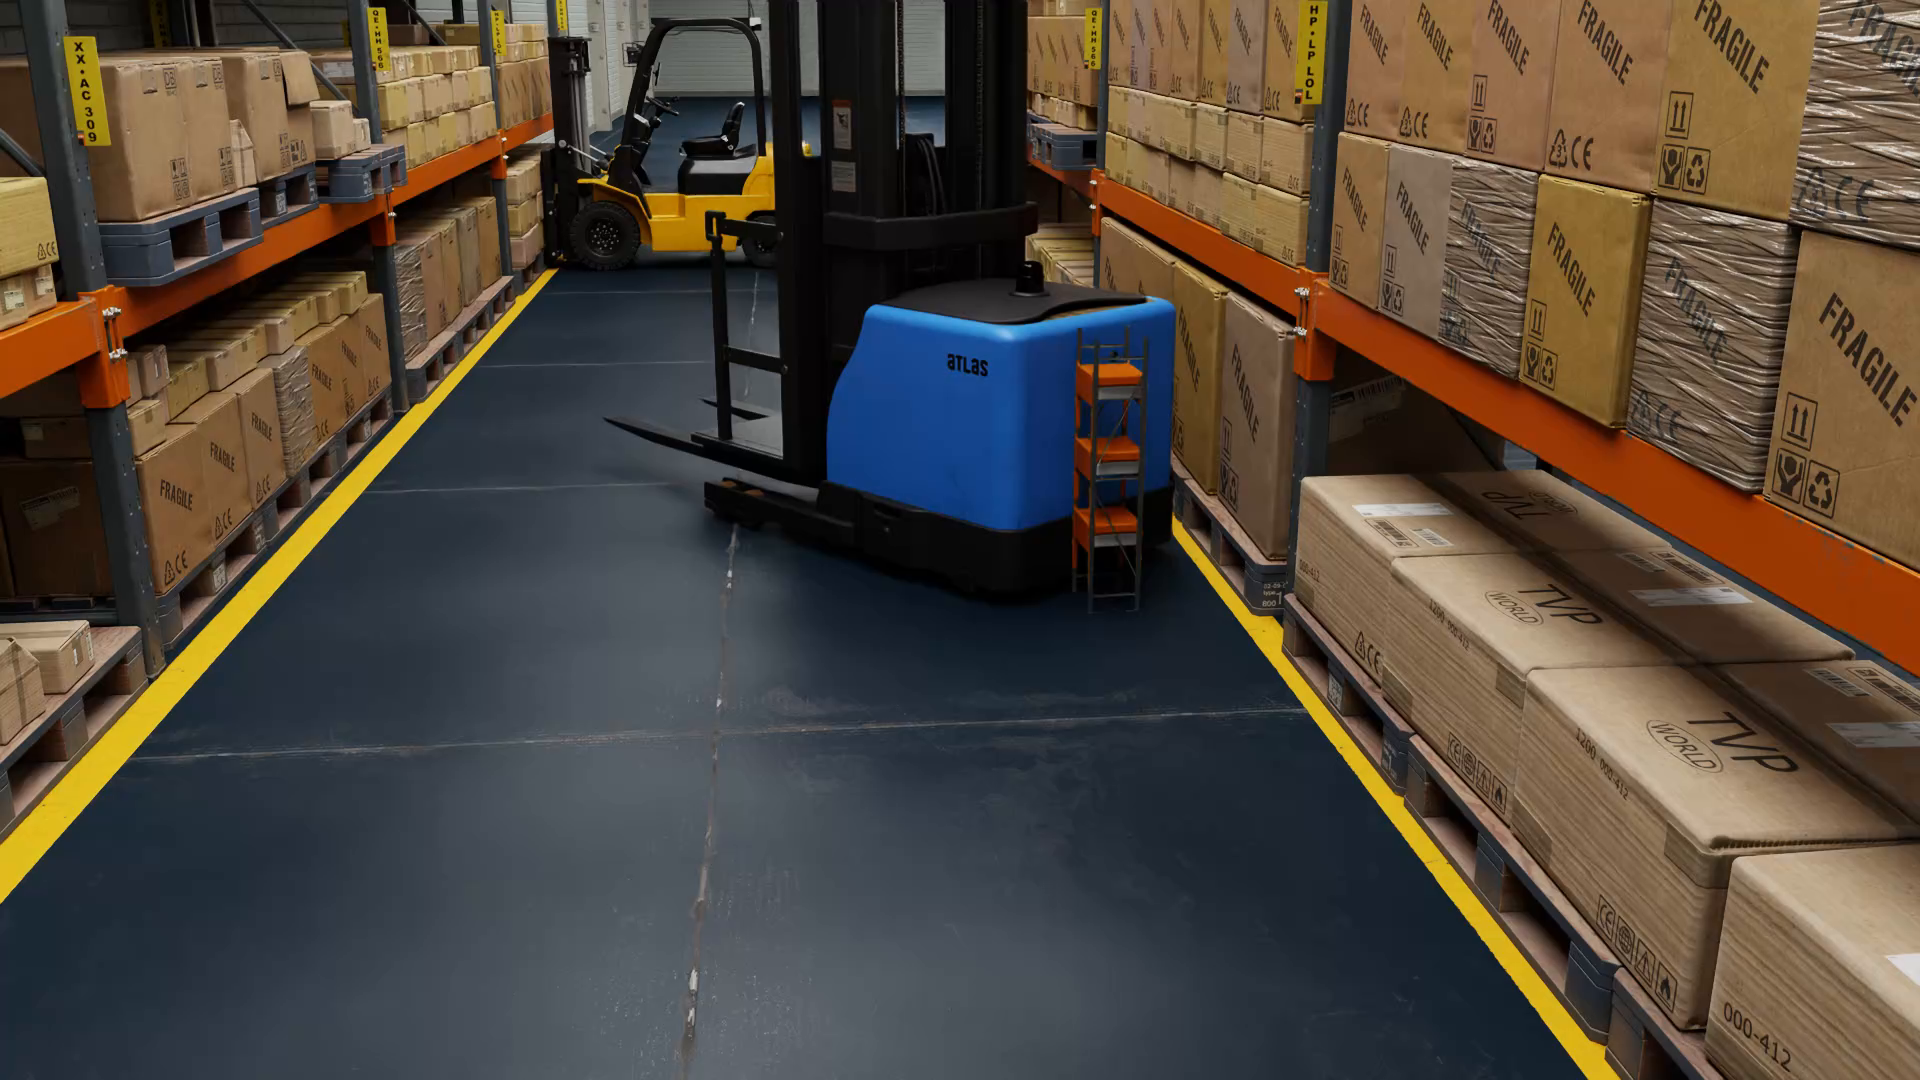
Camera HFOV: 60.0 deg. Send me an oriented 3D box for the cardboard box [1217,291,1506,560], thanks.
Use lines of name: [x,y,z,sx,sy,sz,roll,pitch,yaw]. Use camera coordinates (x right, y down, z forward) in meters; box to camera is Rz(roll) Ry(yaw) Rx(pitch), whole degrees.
cardboard box: [1.554,-0.477,6.535,0.875,0.875,0.875,-1,17,-4]

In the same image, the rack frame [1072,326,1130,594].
rack frame: [0.536,-0.296,6.369,0.200,1.050,0.008,-3,18,-10]

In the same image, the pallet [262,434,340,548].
pallet: [-3.490,-0.229,7.553,1.003,0.211,1.213,-2,18,-6]

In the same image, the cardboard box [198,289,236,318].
cardboard box: [-3.803,-1.146,8.209,0.380,0.149,0.250,-2,17,-5]

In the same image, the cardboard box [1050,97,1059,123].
cardboard box: [0.786,-2.779,10.739,0.380,0.149,0.250,-1,17,-5]

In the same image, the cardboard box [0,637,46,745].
cardboard box: [-2.853,0.414,4.715,0.396,0.266,0.258,-1,17,-4]

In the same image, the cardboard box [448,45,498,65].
cardboard box: [-3.836,-3.797,13.015,0.380,0.149,0.250,-2,18,-7]

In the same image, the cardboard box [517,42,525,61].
cardboard box: [-3.940,-4.180,14.233,0.380,0.149,0.250,-2,18,-7]

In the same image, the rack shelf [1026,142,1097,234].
rack shelf: [1.078,-2.552,11.501,1.077,0.370,4.000,-2,18,-6]

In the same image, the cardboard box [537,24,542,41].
cardboard box: [-4.032,-4.627,15.162,0.380,0.149,0.250,-1,17,-4]

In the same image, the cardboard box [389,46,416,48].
cardboard box: [-4.242,-3.583,12.332,0.380,0.149,0.250,-2,18,-7]

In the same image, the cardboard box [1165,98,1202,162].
cardboard box: [1.222,-1.854,7.490,0.500,0.250,0.500,-1,17,-5]

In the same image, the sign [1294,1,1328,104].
sign: [1.158,-1.603,5.475,0.100,0.325,0.005,-2,18,-6]

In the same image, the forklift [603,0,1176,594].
forklift: [-0.507,-1.553,7.230,1.130,2.935,3.031,-16,24,-42]

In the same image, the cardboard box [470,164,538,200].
cardboard box: [-3.845,-3.009,13.974,0.500,0.250,0.500,-2,18,-6]

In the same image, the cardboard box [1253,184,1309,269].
cardboard box: [1.400,-1.162,6.122,0.500,0.250,0.500,-2,18,-7]

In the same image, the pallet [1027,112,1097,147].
pallet: [1.040,-2.797,11.398,1.003,0.211,1.213,-2,18,-6]

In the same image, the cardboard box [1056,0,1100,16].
cardboard box: [0.835,-3.478,10.800,0.380,0.149,0.250,-3,18,-8]

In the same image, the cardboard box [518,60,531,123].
cardboard box: [-3.975,-3.831,14.204,0.500,0.500,0.500,-2,18,-6]

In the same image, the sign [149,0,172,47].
sign: [-4.204,-2.680,8.772,0.100,0.325,0.005,-2,18,-6]

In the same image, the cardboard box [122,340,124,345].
cardboard box: [-3.740,-0.756,6.966,0.380,0.149,0.250,-2,17,-5]

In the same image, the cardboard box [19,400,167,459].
cardboard box: [-3.012,-0.386,5.788,0.380,0.149,0.250,-1,17,-3]

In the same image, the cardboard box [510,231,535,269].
cardboard box: [-3.785,-2.380,13.639,0.500,0.250,0.500,-2,18,-5]

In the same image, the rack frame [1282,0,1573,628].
rack frame: [1.697,-1.108,5.699,1.000,3.000,0.127,-2,18,-6]

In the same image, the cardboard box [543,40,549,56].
cardboard box: [-4.107,-4.716,15.942,0.380,0.149,0.250,-1,17,-5]

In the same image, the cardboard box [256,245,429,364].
cardboard box: [-3.703,-1.399,9.889,0.875,0.625,0.625,-1,17,-4]

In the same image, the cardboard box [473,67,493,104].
cardboard box: [-3.760,-3.366,12.306,0.500,0.250,0.500,-2,18,-7]

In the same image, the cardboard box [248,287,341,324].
cardboard box: [-3.307,-1.163,8.263,0.380,0.149,0.250,-2,18,-7]

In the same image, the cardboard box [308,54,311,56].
cardboard box: [-3.991,-2.747,9.669,0.380,0.149,0.250,-2,18,-6]

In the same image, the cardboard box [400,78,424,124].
cardboard box: [-3.506,-2.601,9.871,0.500,0.250,0.500,-1,17,-4]

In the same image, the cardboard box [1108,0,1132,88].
cardboard box: [1.092,-2.670,8.838,0.500,0.500,0.500,-2,18,-7]

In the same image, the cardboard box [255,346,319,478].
cardboard box: [-3.225,-0.574,7.471,0.500,0.500,0.500,-2,18,-8]

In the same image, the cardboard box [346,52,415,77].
cardboard box: [-3.568,-2.913,10.199,0.380,0.149,0.250,-2,17,-5]

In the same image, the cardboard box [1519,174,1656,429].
cardboard box: [1.631,-0.556,3.773,0.500,0.500,0.500,-1,17,-4]

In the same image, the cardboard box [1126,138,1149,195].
cardboard box: [1.155,-1.922,8.543,0.500,0.250,0.500,-2,18,-7]

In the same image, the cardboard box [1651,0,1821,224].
cardboard box: [1.692,-0.880,3.135,0.500,0.500,0.500,-2,18,-6]

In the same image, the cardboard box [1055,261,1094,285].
cardboard box: [1.152,-1.635,11.062,0.950,0.372,0.625,-2,18,-7]

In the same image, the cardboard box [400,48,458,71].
cardboard box: [-3.668,-3.294,11.412,0.380,0.149,0.250,-2,18,-7]

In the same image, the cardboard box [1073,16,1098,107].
cardboard box: [0.961,-2.817,9.776,0.500,0.500,0.500,-2,18,-7]

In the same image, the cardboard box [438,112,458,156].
cardboard box: [-3.614,-2.671,10.929,0.500,0.250,0.500,-1,17,-4]

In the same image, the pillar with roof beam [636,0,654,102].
pillar with roof beam: [-4.114,-16.227,43.840,9.100,9.000,0.400,-2,18,-6]

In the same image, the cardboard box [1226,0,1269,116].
cardboard box: [1.341,-1.912,6.424,0.500,0.500,0.500,-1,17,-5]

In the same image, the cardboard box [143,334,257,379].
cardboard box: [-3.209,-0.773,7.021,0.380,0.149,0.250,-1,17,-4]

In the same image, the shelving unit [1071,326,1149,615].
shelving unit: [0.559,-0.261,6.254,0.215,1.050,0.252,-3,18,-10]

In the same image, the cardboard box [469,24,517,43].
cardboard box: [-3.933,-4.248,13.952,0.380,0.149,0.250,-2,18,-7]

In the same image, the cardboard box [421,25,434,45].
cardboard box: [-4.383,-3.998,13.158,0.380,0.149,0.250,-2,18,-7]

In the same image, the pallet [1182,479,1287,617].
pallet: [1.543,-0.005,6.841,1.003,0.211,1.213,-2,18,-6]

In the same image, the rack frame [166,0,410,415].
rack frame: [-3.652,-2.145,9.003,1.000,3.000,0.127,-2,18,-6]

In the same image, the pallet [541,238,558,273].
pallet: [-4.234,-2.609,15.136,1.003,0.211,1.213,-2,18,-6]

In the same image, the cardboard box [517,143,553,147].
cardboard box: [-4.120,-3.767,16.388,0.500,0.250,0.500,-1,17,-4]

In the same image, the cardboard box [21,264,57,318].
cardboard box: [-2.956,-0.747,4.967,0.380,0.149,0.250,-2,17,-5]

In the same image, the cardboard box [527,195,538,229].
cardboard box: [-3.862,-2.768,14.040,0.500,0.250,0.500,-2,18,-6]

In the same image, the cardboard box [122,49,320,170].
cardboard box: [-3.300,-1.914,7.394,0.797,0.503,0.637,-2,18,-7]

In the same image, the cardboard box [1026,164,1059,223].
cardboard box: [0.544,-2.906,14.062,0.500,0.500,0.500,-2,18,-6]
